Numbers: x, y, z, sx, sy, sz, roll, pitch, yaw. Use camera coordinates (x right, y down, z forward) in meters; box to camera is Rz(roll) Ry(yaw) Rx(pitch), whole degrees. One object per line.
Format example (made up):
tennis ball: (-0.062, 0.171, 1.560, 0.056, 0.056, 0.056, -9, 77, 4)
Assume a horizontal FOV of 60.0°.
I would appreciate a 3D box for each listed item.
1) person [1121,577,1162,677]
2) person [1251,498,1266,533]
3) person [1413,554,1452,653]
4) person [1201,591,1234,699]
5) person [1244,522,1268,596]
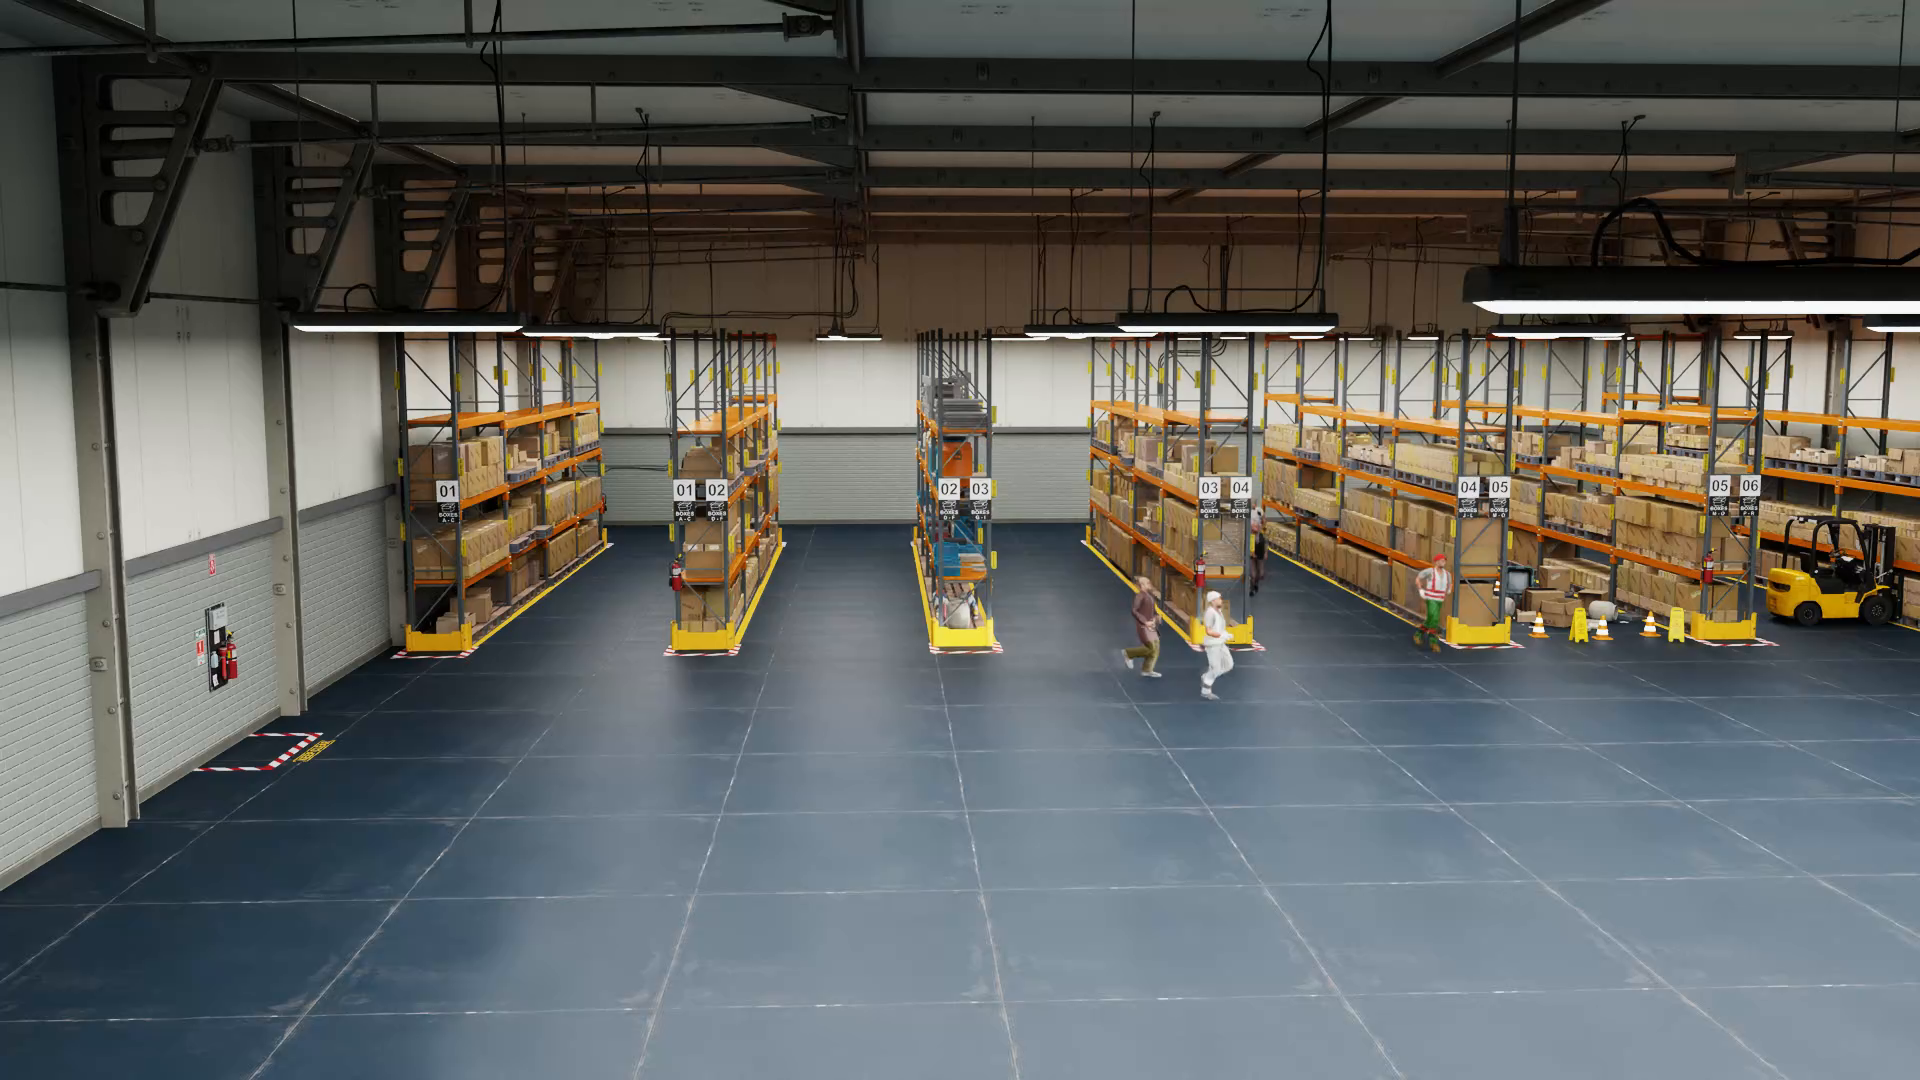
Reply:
person: (3.153, 1.496, 28.653, 0.692, 1.733, 0.709, 3, 7, 22)
person: (7.668, -0.246, 43.604, 0.665, 1.774, 0.960, 0, 7, -4)
person: (8.953, 1.158, 31.319, 0.664, 1.809, 0.817, -3, 8, -27)
person: (4.154, 1.693, 26.818, 0.604, 1.753, 0.681, 4, 8, 29)
person: (6.729, 0.435, 37.805, 0.697, 1.679, 0.597, -2, 7, -13)
